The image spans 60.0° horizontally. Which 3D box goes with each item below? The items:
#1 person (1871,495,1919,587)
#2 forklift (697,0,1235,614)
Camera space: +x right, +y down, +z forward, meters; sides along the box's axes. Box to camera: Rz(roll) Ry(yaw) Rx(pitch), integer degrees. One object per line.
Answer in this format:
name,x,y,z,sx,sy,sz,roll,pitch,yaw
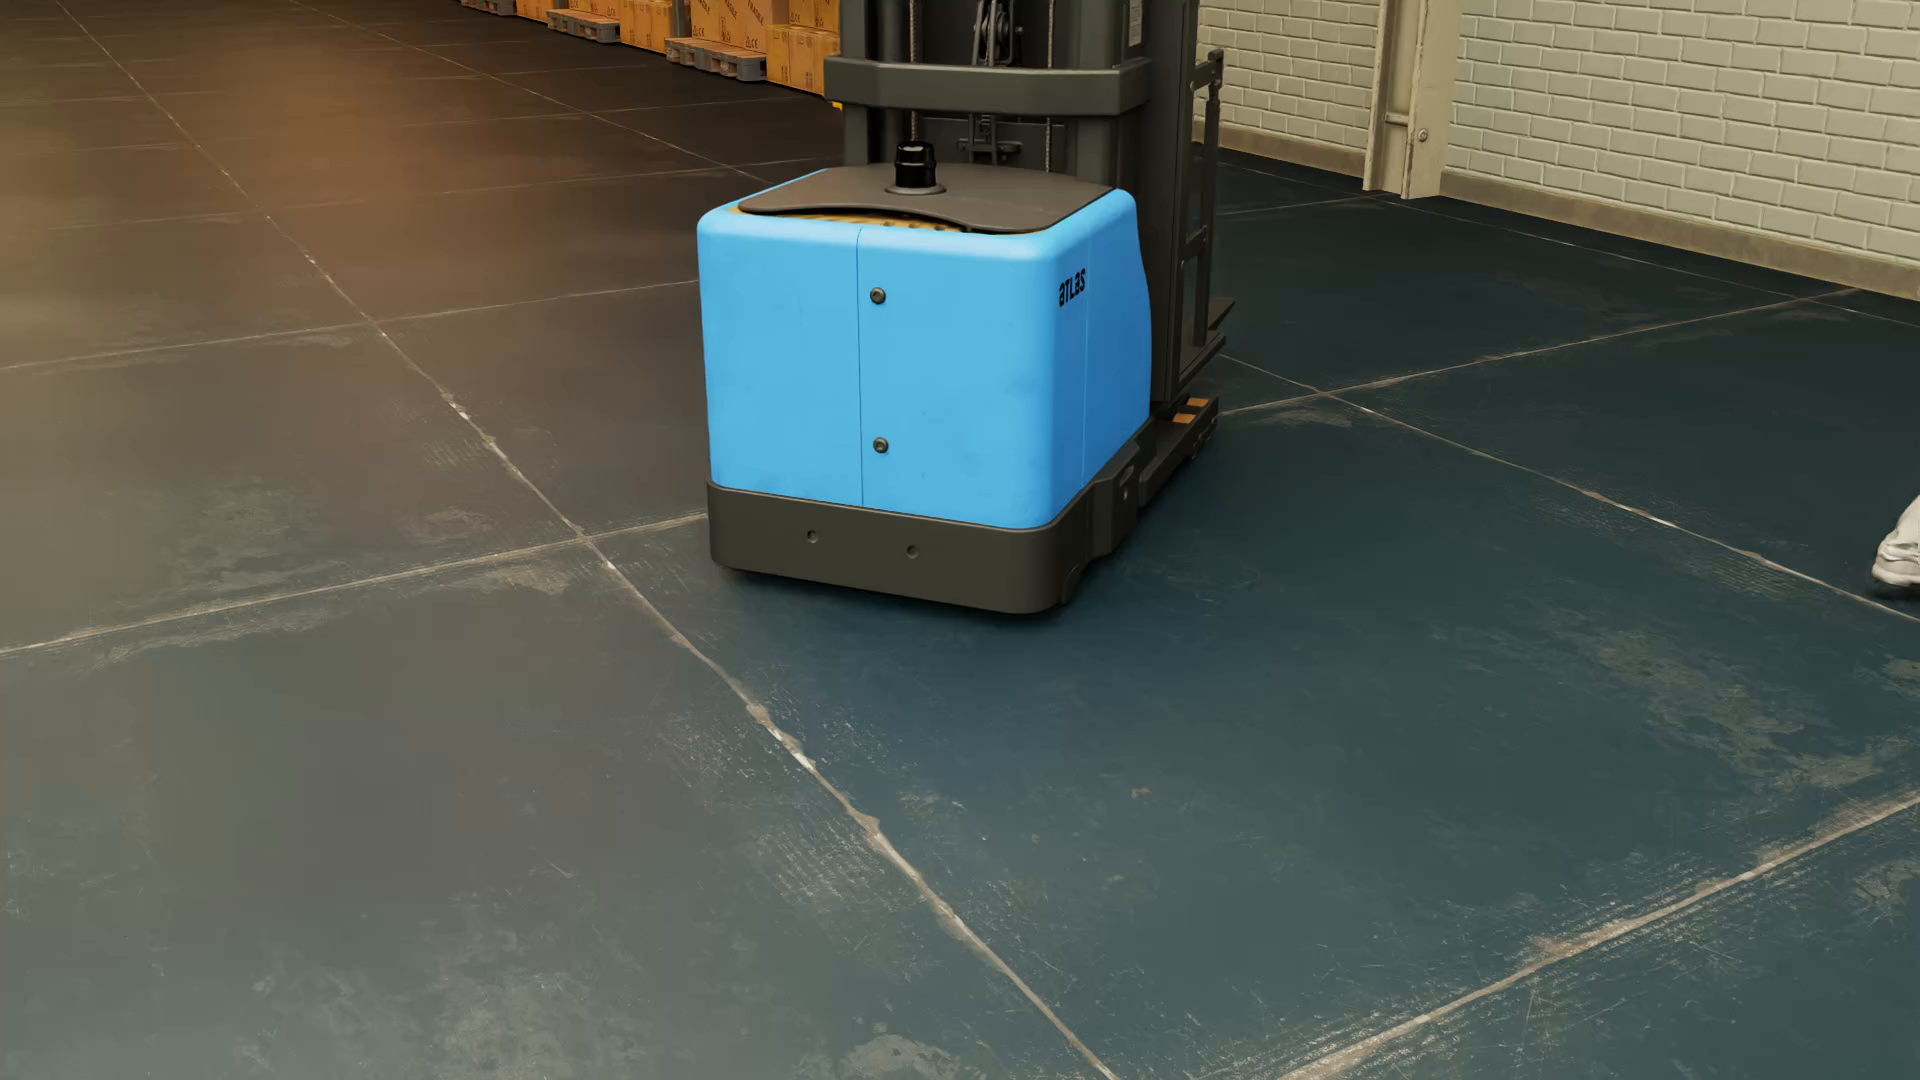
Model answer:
person,2.956,-0.589,4.286,0.759,1.745,1.009,2,22,5
forklift,0.289,-1.686,5.382,1.130,2.935,3.031,9,24,20
